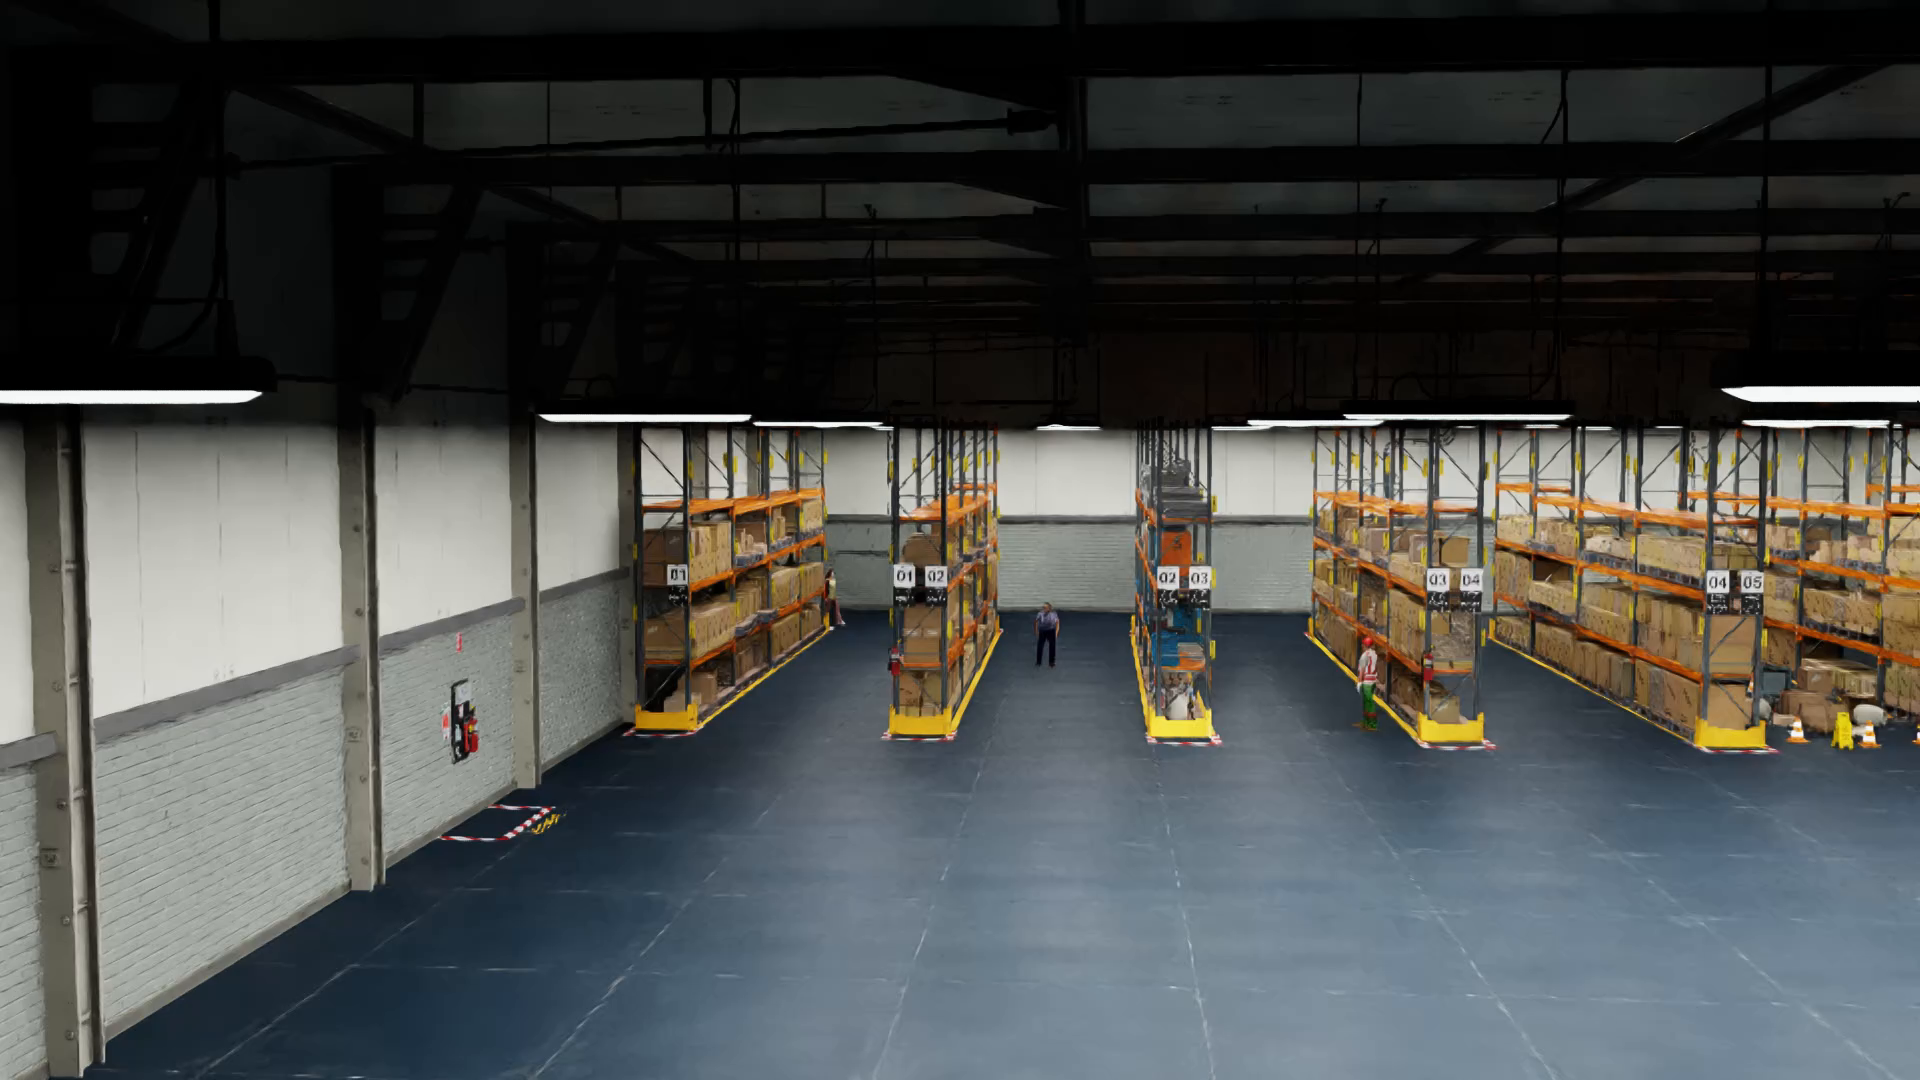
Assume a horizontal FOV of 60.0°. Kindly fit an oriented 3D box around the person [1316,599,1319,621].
[{"bbox_3d":[10.624,1.676,48.527,0.618,1.769,0.604,-2,4,-31],"label":"person"}]

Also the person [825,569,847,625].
[{"bbox_3d":[-3.774,1.680,49.025,0.561,1.661,0.690,3,5,40],"label":"person"}]

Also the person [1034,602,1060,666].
[{"bbox_3d":[2.118,2.283,40.610,0.625,1.596,0.517,0,4,3],"label":"person"}]

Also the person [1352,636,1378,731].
[{"bbox_3d":[7.779,2.733,31.895,0.562,1.786,0.653,3,5,34],"label":"person"}]
